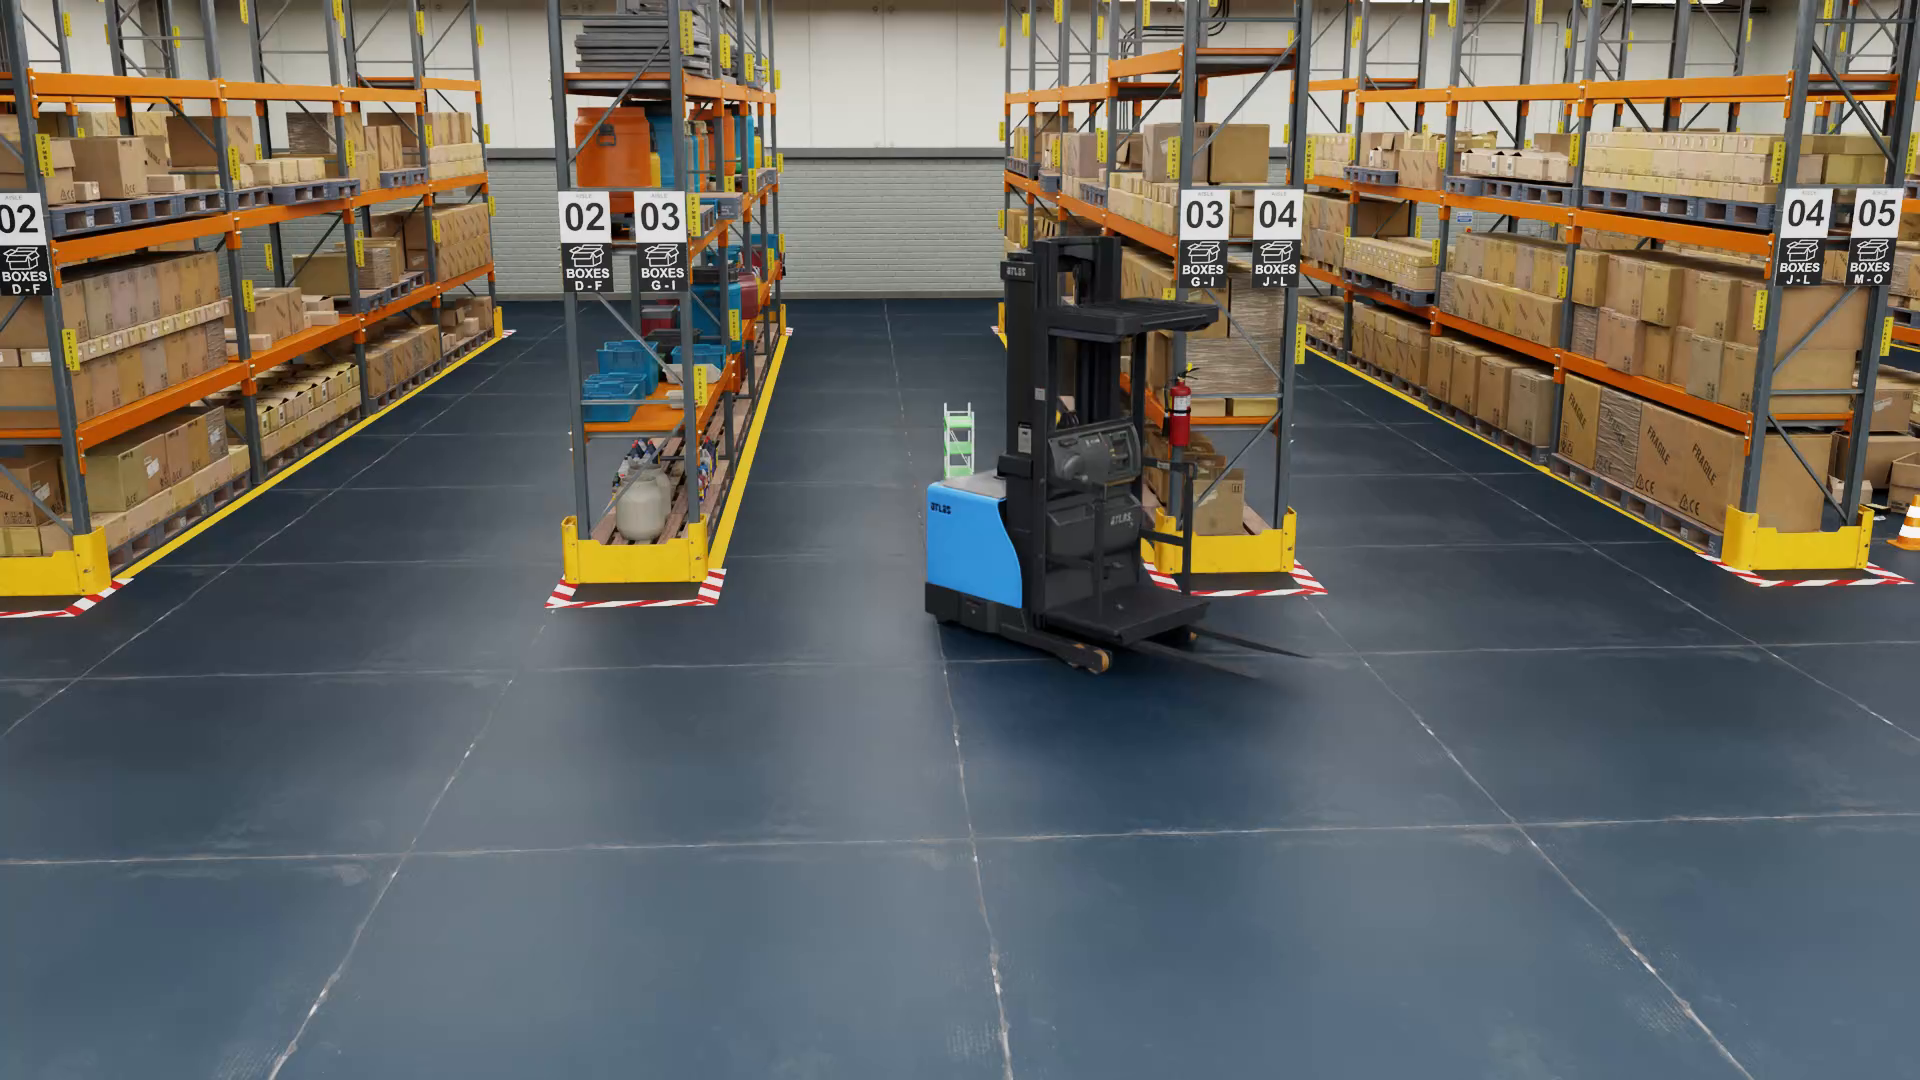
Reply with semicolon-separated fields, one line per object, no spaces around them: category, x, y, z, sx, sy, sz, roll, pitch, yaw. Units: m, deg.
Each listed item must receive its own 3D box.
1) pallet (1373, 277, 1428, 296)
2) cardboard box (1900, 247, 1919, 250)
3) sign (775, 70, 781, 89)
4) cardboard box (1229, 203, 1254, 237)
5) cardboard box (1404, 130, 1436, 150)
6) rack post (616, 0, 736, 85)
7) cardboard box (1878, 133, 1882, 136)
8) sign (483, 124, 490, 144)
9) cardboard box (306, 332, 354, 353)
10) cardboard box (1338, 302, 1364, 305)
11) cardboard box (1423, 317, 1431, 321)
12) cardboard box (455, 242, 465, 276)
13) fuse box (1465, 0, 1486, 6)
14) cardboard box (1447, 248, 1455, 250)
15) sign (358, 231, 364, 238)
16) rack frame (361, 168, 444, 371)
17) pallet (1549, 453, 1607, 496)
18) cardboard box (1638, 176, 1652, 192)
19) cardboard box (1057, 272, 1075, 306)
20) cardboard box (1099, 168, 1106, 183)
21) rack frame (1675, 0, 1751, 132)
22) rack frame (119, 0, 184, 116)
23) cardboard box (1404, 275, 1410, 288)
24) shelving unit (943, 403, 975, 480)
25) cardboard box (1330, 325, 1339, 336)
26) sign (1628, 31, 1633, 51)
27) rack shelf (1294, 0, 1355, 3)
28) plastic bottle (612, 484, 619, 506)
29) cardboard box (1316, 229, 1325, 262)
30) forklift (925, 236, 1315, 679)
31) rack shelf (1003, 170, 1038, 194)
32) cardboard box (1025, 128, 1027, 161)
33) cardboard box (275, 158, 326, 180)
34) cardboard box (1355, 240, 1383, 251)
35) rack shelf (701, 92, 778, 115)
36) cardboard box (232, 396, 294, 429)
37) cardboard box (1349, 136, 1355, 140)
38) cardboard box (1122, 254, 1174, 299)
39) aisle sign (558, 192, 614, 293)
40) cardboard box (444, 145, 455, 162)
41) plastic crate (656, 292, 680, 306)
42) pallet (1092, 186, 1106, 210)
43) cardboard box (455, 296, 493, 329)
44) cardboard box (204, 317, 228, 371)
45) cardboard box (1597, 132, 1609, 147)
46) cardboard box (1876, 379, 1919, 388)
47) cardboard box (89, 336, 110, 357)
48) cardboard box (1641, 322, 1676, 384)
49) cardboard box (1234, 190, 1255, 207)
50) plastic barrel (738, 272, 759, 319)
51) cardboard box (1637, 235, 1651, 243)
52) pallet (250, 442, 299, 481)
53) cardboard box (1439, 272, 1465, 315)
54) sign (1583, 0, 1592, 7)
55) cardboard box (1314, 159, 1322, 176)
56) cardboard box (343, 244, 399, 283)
pallet;6.572;-3.637;23.751;1.003;0.211;1.213;-1;14;-3
cardboard box;12.050;-3.373;20.699;0.500;0.500;0.500;-2;15;-7
sign;-3.113;-7.862;28.393;0.100;0.325;0.005;-1;14;-3
cardboard box;2.502;-2.701;14.009;0.500;0.250;0.500;0;14;-2
cardboard box;6.351;-5.526;22.952;0.396;0.266;0.258;-1;14;-3
rack post;-3.125;-5.606;18.578;1.013;1.000;3.121;-1;14;-3
cardboard box;15.962;-6.807;28.369;0.500;0.250;0.500;-1;14;-4
sign;-8.050;-6.909;28.288;0.100;0.325;0.005;-1;14;-3
cardboard box;-8.409;-2.643;22.132;0.500;0.250;0.500;0;14;-1
cardboard box;6.651;-3.954;28.281;0.380;0.149;0.250;0;14;-1
cardboard box;6.885;-3.019;23.632;0.500;0.250;0.500;-1;14;-3
cardboard box;-8.180;-4.461;26.366;0.500;0.500;0.500;-1;14;-4
fuse box;10.550;-11.176;34.205;0.513;0.334;0.176;-1;14;-3
cardboard box;6.835;-3.987;23.193;0.380;0.149;0.250;0;14;-1
sign;-8.898;-4.438;24.743;0.100;0.325;0.005;-1;14;-3
rack frame;-8.357;-4.030;24.891;1.000;3.000;0.127;-1;14;-3
pallet;6.952;-0.703;17.557;1.003;0.211;1.213;-1;14;-3
cardboard box;6.747;-3.414;15.939;0.380;0.149;0.250;-1;14;-3
cardboard box;1.501;-3.354;22.065;0.500;0.500;0.500;0;14;-2
cardboard box;1.810;-4.200;19.159;0.380;0.166;0.250;-1;14;-5
rack frame;11.422;-7.240;25.329;1.000;3.000;0.127;-1;14;-3
rack frame;-13.549;-7.852;27.709;1.000;3.000;0.127;-1;14;-3
cardboard box;6.232;-3.497;22.484;0.380;0.149;0.250;-1;14;-4
shelving unit;-0.010;-0.622;15.260;0.258;1.200;0.503;-1;14;-3
cardboard box;6.121;-3.340;26.494;0.380;0.149;0.250;-2;15;-6
sign;11.716;-8.730;29.088;0.100;0.325;0.005;-1;14;-3
rack shelf;6.363;-8.897;26.543;1.077;0.370;4.000;-1;14;-3
plastic bottle;-3.221;-0.428;15.629;0.097;0.201;0.097;0;14;0
cardboard box;6.115;-4.794;27.066;0.500;0.500;0.500;-1;14;-4
forklift;1.121;-0.629;11.813;1.130;2.935;3.031;-14;20;-43
rack shelf;1.407;-5.783;27.131;1.077;0.370;4.000;-1;14;-3
cardboard box;1.393;-6.262;26.304;0.700;0.500;0.500;0;14;-1
cardboard box;-8.025;-4.506;20.182;0.500;0.250;0.500;-2;15;-8
cardboard box;6.089;-4.365;24.661;0.380;0.149;0.250;-1;14;-3
rack shelf;-3.537;-6.966;26.510;1.077;0.370;4.000;-1;14;-3
cardboard box;-7.664;-1.414;18.278;0.500;0.311;0.500;-1;14;-4
cardboard box;6.195;-6.122;25.501;0.380;0.149;0.250;-2;15;-6
cardboard box;1.863;-2.504;16.158;0.500;0.500;0.500;-1;14;-3
aisle sign;-2.961;-2.357;13.174;0.394;0.787;0.004;-1;14;-3
cardboard box;-8.191;-6.025;25.926;0.500;0.250;0.500;-1;14;-3
plastic crate;-3.370;-2.735;19.730;0.402;0.464;0.583;-1;14;-3
pallet;2.094;-3.709;18.002;1.213;0.211;1.003;-1;14;-3
cardboard box;-8.325;-3.895;28.504;0.500;0.500;0.500;-1;14;-3
cardboard box;-7.827;-1.978;16.718;0.700;0.500;0.500;-1;14;-5
cardboard box;6.683;-4.053;16.824;0.380;0.149;0.250;-1;14;-4
cardboard box;11.790;-1.758;20.493;0.950;0.372;0.625;0;14;-2
cardboard box;-7.456;-1.636;14.087;0.380;0.149;0.250;-1;14;-3
cardboard box;7.123;-1.822;16.009;0.875;0.550;0.500;-1;14;-3
cardboard box;2.488;-2.842;13.758;0.380;0.149;0.250;-1;14;-4
plastic barrel;-2.834;-3.065;20.871;0.600;0.536;0.708;-1;14;-3
cardboard box;11.117;-4.980;26.379;0.500;0.500;0.500;-1;14;-4
pallet;-7.946;-0.872;18.216;1.003;0.211;1.213;-1;14;-3
cardboard box;6.494;-3.171;21.353;0.500;0.500;0.500;-1;14;-3
sign;6.442;-5.628;17.031;0.100;0.325;0.005;-1;14;-3
cardboard box;6.106;-6.105;27.238;0.500;0.250;0.500;-1;14;-4
cardboard box;-8.186;-3.843;23.123;0.700;0.500;0.500;-5;15;-18
